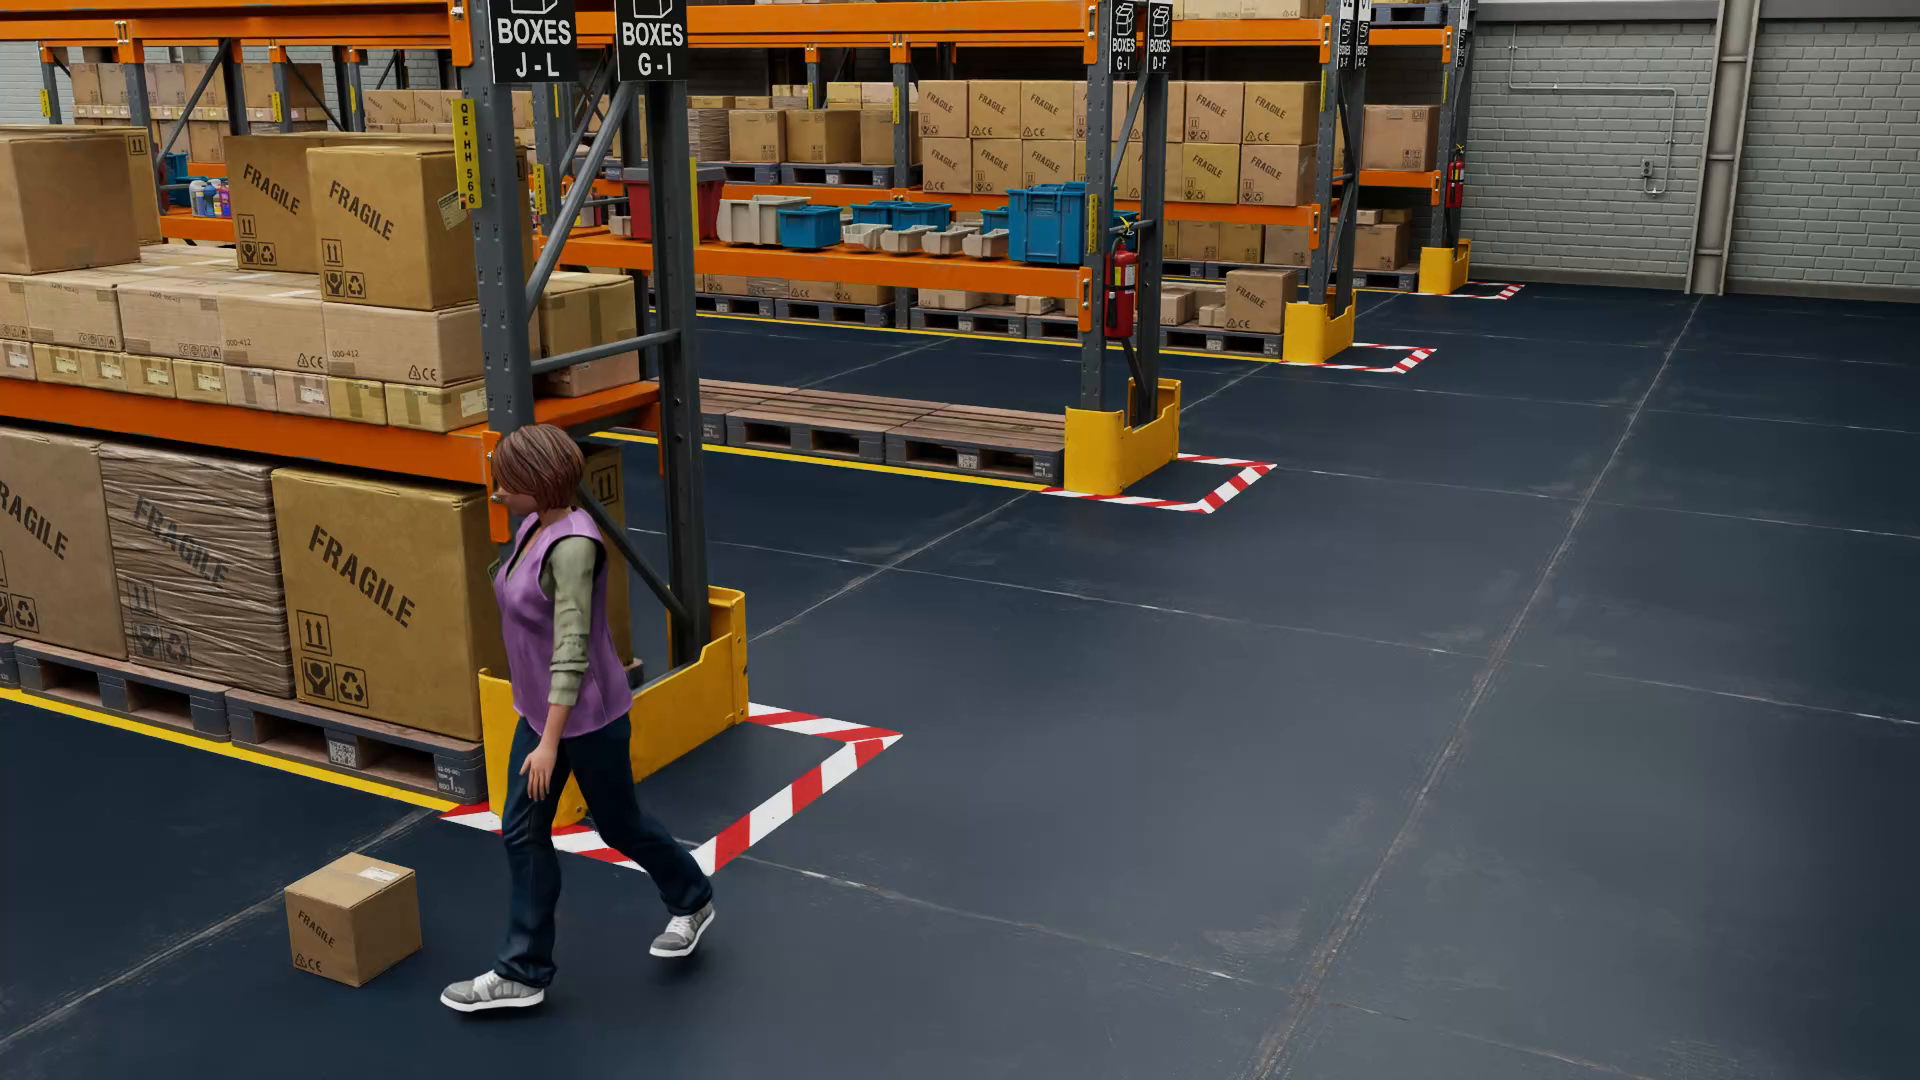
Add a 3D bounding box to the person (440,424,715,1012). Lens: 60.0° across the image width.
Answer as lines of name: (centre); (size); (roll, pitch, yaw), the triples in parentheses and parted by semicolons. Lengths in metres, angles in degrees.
person: (-1.019, 0.470, 4.397); (0.789, 1.560, 0.494); (-11, 19, -34)
